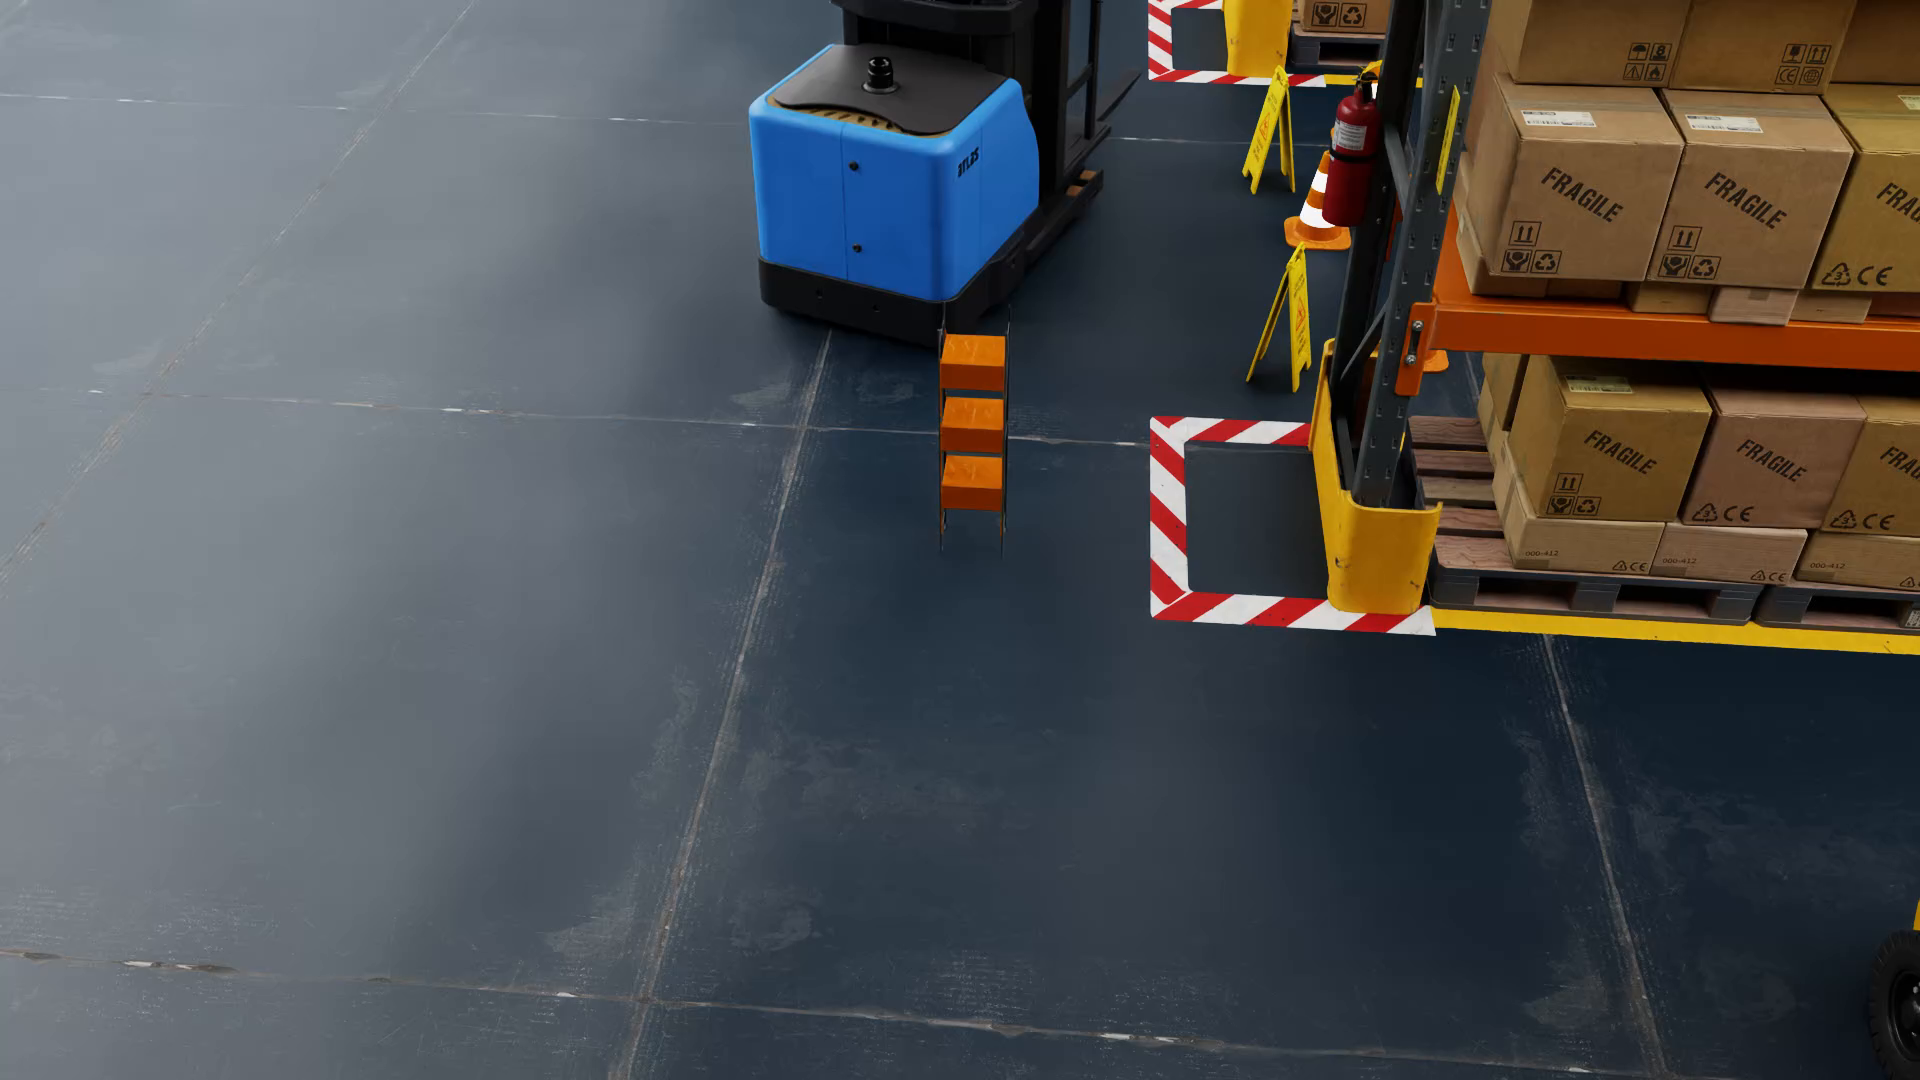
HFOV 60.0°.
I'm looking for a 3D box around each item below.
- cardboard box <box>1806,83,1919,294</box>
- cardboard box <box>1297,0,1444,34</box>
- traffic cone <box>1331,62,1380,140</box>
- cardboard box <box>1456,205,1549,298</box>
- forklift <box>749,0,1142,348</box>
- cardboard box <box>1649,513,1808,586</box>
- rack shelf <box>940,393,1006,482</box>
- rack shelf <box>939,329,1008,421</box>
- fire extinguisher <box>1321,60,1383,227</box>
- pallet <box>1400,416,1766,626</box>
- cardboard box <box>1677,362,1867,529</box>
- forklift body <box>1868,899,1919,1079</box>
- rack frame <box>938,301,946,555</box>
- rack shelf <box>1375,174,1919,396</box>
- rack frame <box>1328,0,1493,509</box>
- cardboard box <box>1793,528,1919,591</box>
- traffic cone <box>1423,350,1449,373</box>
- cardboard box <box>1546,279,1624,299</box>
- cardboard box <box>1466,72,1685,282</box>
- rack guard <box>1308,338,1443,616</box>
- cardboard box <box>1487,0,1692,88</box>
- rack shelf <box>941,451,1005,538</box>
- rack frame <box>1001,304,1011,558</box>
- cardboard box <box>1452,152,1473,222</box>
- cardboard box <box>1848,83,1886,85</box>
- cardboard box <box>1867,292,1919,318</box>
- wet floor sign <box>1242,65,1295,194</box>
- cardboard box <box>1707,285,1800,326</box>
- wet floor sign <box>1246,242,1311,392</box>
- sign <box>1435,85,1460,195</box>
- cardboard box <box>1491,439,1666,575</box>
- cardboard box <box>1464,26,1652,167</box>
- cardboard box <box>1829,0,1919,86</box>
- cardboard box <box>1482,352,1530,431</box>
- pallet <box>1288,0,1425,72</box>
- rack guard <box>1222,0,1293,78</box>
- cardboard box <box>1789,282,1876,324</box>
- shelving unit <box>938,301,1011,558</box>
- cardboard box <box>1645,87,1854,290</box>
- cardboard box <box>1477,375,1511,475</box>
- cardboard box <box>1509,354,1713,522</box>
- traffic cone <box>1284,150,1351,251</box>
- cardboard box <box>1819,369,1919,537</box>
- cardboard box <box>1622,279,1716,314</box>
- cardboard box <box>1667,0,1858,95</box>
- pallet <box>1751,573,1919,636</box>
[{"bbox_3d":[3.040,-1.153,5.447,0.500,0.500,0.500,2,39,3],"label":"cardboard box"},{"bbox_3d":[2.575,-3.715,10.259,0.875,0.875,0.875,3,39,4],"label":"cardboard box"},{"bbox_3d":[2.301,-2.465,9.383,0.334,0.463,0.336,3,39,4],"label":"traffic cone"},{"bbox_3d":[1.888,-1.006,5.780,0.250,0.149,0.380,3,39,4],"label":"cardboard box"},{"bbox_3d":[0.120,-2.955,8.030,1.130,2.935,3.031,17,42,19],"label":"forklift"},{"bbox_3d":[2.855,-0.098,6.312,0.500,0.250,0.500,4,39,5],"label":"cardboard box"},{"bbox_3d":[0.053,-0.396,6.393,0.240,0.259,0.215,3,39,4],"label":"rack shelf"},{"bbox_3d":[0.053,-0.616,6.214,0.240,0.259,0.215,3,39,4],"label":"rack shelf"},{"bbox_3d":[1.493,-1.518,6.272,0.183,0.674,0.296,3,39,4],"label":"fire extinguisher"},{"bbox_3d":[2.450,-0.100,6.677,1.213,0.211,1.003,3,39,4],"label":"pallet"},{"bbox_3d":[2.892,-0.395,6.082,0.500,0.500,0.500,2,39,2],"label":"cardboard box"},{"bbox_3d":[3.190,1.155,3.599,1.214,2.155,2.313,3,39,4],"label":"forklift body"},{"bbox_3d":[-0.068,-0.411,6.394,0.008,1.050,0.200,3,39,4],"label":"rack frame"},{"bbox_3d":[3.560,-0.864,5.977,4.000,0.370,1.077,3,39,4],"label":"rack shelf"},{"bbox_3d":[1.568,-1.252,5.884,0.127,3.000,1.000,3,39,4],"label":"rack frame"},{"bbox_3d":[3.400,-0.077,6.285,0.500,0.250,0.500,6,39,7],"label":"cardboard box"},{"bbox_3d":[2.107,-1.056,7.653,0.334,0.463,0.336,3,39,4],"label":"traffic cone"},{"bbox_3d":[2.141,-1.002,5.775,0.250,0.149,0.380,4,39,5],"label":"cardboard box"},{"bbox_3d":[2.016,-1.206,5.512,0.500,0.500,0.500,3,39,3],"label":"cardboard box"},{"bbox_3d":[1.643,-0.279,6.668,0.348,0.500,1.175,3,39,4],"label":"rack guard"},{"bbox_3d":[2.095,-1.904,5.577,0.500,0.500,0.700,2,39,3],"label":"cardboard box"},{"bbox_3d":[0.053,-0.180,6.568,0.240,0.259,0.215,3,39,4],"label":"rack shelf"},{"bbox_3d":[0.175,-0.398,6.378,0.008,1.050,0.200,3,39,4],"label":"rack frame"},{"bbox_3d":[1.959,-1.269,6.103,0.250,0.149,0.380,4,39,5],"label":"cardboard box"},{"bbox_3d":[3.129,-1.491,5.862,0.500,0.500,0.500,3,39,4],"label":"cardboard box"},{"bbox_3d":[3.176,-0.924,5.679,0.250,0.149,0.380,4,39,5],"label":"cardboard box"},{"bbox_3d":[1.694,-2.214,8.931,0.232,0.644,0.267,-3,39,-4],"label":"wet floor sign"},{"bbox_3d":[2.647,-0.893,5.642,0.250,0.149,0.380,4,39,5],"label":"cardboard box"},{"bbox_3d":[1.471,-1.023,7.466,0.232,0.644,0.267,16,42,19],"label":"wet floor sign"},{"bbox_3d":[1.521,-1.247,5.191,0.005,0.325,0.100,3,39,4],"label":"sign"},{"bbox_3d":[2.347,-0.131,6.352,0.500,0.250,0.500,3,39,3],"label":"cardboard box"},{"bbox_3d":[2.132,-1.550,5.935,0.500,0.500,0.500,2,39,3],"label":"cardboard box"},{"bbox_3d":[3.116,-1.908,5.583,0.500,0.500,0.700,3,39,3],"label":"cardboard box"},{"bbox_3d":[2.388,-0.760,6.530,0.500,0.500,0.500,3,39,4],"label":"cardboard box"},{"bbox_3d":[2.697,-3.295,10.602,1.213,0.211,1.003,3,39,4],"label":"pallet"},{"bbox_3d":[1.870,-3.403,10.506,0.348,0.500,1.175,3,39,4],"label":"rack guard"},{"bbox_3d":[2.908,-0.900,5.650,0.250,0.149,0.380,4,39,5],"label":"cardboard box"},{"bbox_3d":[0.053,-0.404,6.386,0.252,1.050,0.215,3,39,4],"label":"shelving unit"},{"bbox_3d":[2.532,-1.180,5.480,0.500,0.500,0.500,4,39,5],"label":"cardboard box"},{"bbox_3d":[2.420,-0.473,6.771,0.500,0.250,0.500,3,39,4],"label":"cardboard box"},{"bbox_3d":[2.371,-0.421,6.114,0.500,0.500,0.500,2,39,2],"label":"cardboard box"},{"bbox_3d":[1.864,-1.773,8.533,0.334,0.463,0.336,3,39,4],"label":"traffic cone"},{"bbox_3d":[3.392,-0.363,6.042,0.500,0.500,0.500,4,39,5],"label":"cardboard box"},{"bbox_3d":[2.398,-0.936,5.694,0.250,0.149,0.380,2,39,2],"label":"cardboard box"},{"bbox_3d":[2.599,-1.872,5.537,0.500,0.500,0.700,3,39,4],"label":"cardboard box"},{"bbox_3d":[3.662,-0.032,6.594,1.213,0.211,1.003,3,39,4],"label":"pallet"}]
